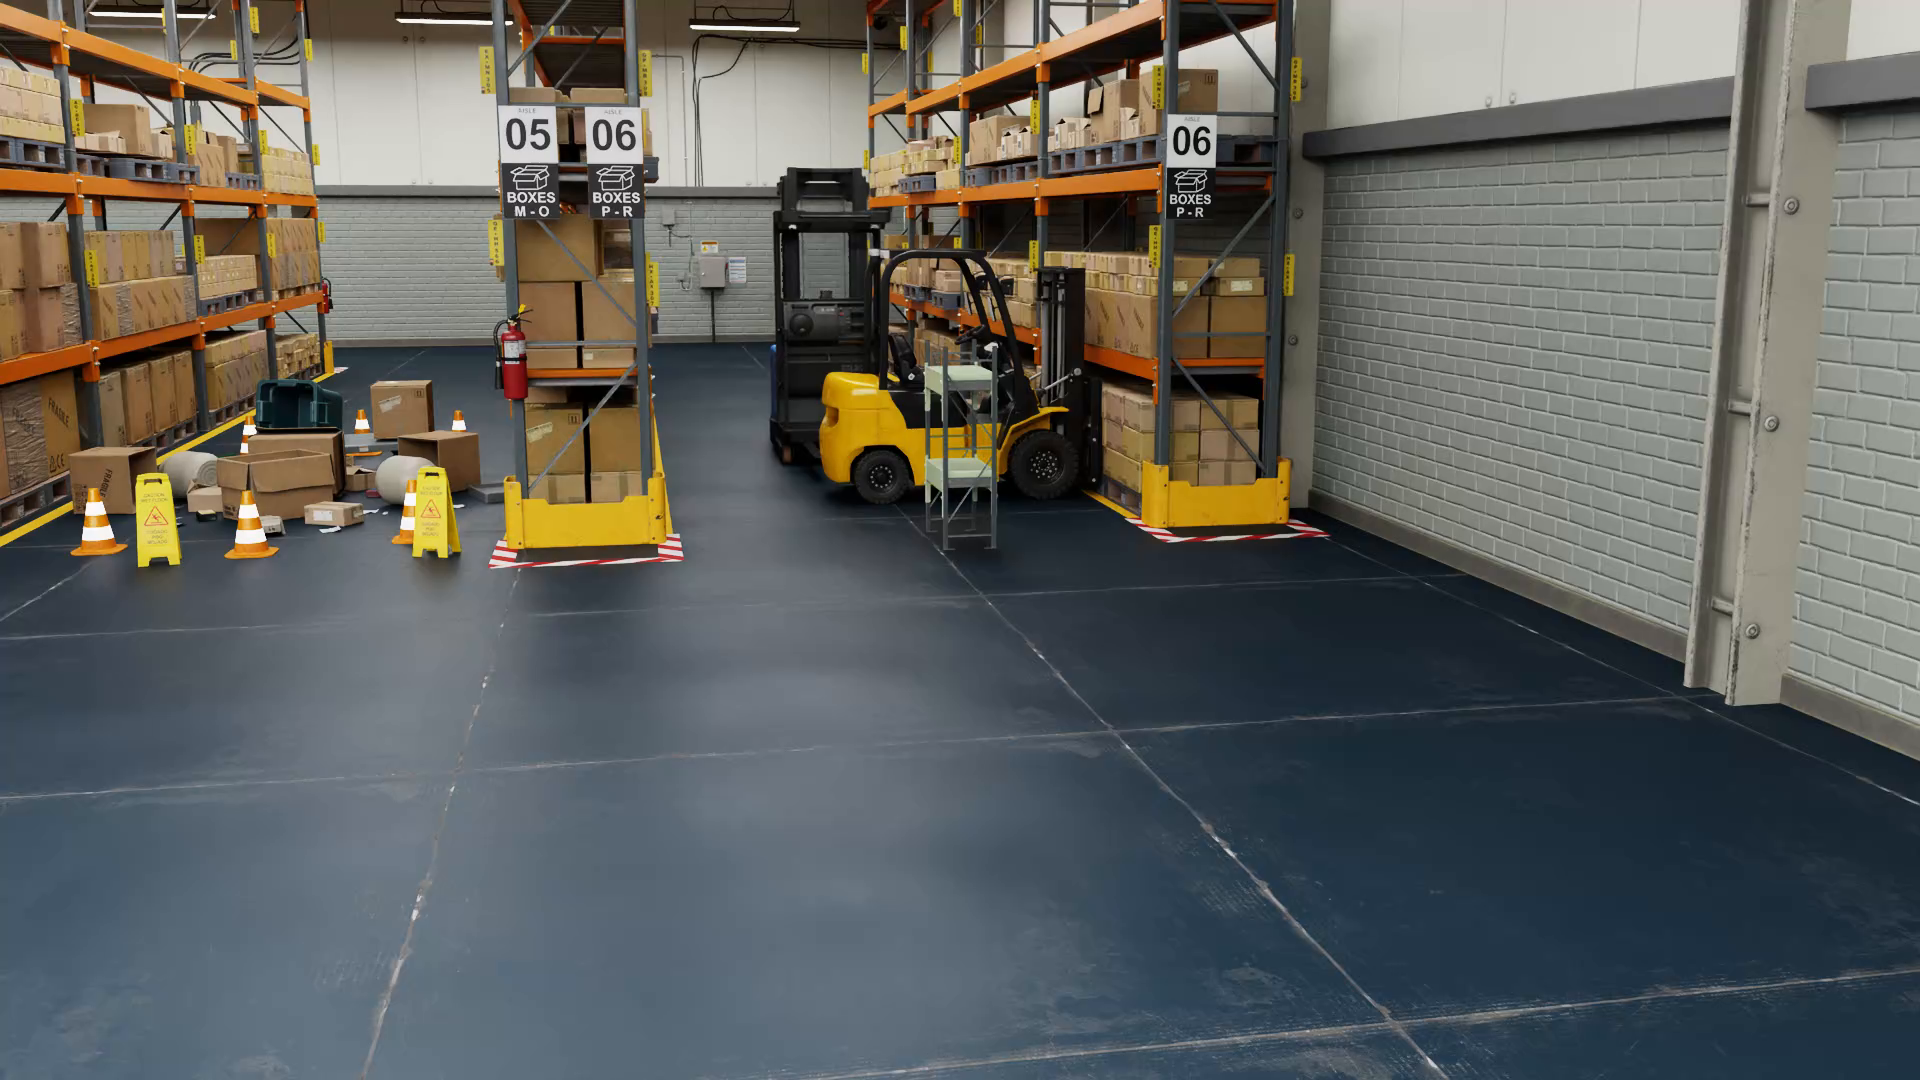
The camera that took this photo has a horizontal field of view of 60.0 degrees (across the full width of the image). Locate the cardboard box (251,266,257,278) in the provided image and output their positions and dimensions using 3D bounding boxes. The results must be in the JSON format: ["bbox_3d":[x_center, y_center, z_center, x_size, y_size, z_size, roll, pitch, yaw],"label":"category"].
[{"bbox_3d":[-9.706,-3.609,22.389,0.380,0.149,0.250,-2,11,-9],"label":"cardboard box"}]

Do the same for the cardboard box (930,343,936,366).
[{"bbox_3d":[-0.194,-2.518,23.465,0.500,0.500,0.500,-2,11,-13],"label":"cardboard box"}]

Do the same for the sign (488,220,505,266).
[{"bbox_3d":[-3.356,-2.151,12.033,0.100,0.325,0.005,-2,11,-11],"label":"sign"}]

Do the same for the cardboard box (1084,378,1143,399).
[{"bbox_3d":[1.361,-1.323,15.183,0.500,0.250,0.500,-2,11,-12],"label":"cardboard box"}]

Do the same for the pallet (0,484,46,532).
[{"bbox_3d":[-8.109,-0.242,13.404,1.003,0.211,1.213,-2,11,-11],"label":"pallet"}]

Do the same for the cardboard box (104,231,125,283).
[{"bbox_3d":[-8.723,-2.797,16.426,0.700,0.500,0.500,-2,11,-11],"label":"cardboard box"}]

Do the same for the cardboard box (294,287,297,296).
[{"bbox_3d":[-10.250,-3.767,25.138,0.380,0.149,0.250,-3,11,-13],"label":"cardboard box"}]

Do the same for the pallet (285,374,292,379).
[{"bbox_3d":[-10.142,-2.198,23.679,1.003,0.211,1.213,-2,11,-11],"label":"pallet"}]

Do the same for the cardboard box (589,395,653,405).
[{"bbox_3d":[-2.804,-0.925,13.761,0.500,0.500,0.500,-3,11,-13],"label":"cardboard box"}]

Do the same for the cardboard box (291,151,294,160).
[{"bbox_3d":[-10.252,-5.781,25.025,0.380,0.149,0.250,-2,11,-12],"label":"cardboard box"}]

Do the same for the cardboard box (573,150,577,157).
[{"bbox_3d":[-3.574,-3.446,14.361,0.500,0.250,0.500,-2,11,-10],"label":"cardboard box"}]

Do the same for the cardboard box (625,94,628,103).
[{"bbox_3d":[-2.729,-3.352,12.800,0.380,0.149,0.250,-2,11,-11],"label":"cardboard box"}]

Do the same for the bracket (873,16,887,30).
[{"bbox_3d":[-1.581,-10.300,33.116,0.235,0.232,0.430,-2,11,-11],"label":"bracket"}]

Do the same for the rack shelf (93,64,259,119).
[{"bbox_3d":[-9.588,-5.476,20.394,1.077,0.370,4.000,-2,11,-11],"label":"rack shelf"}]

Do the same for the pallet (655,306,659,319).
[{"bbox_3d":[-4.120,-2.690,19.318,1.213,0.211,1.003,-2,11,-11],"label":"pallet"}]

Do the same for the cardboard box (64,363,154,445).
[{"bbox_3d":[-8.814,-1.367,16.751,1.050,0.750,0.750,-2,11,-11],"label":"cardboard box"}]

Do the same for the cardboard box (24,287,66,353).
[{"bbox_3d":[-8.209,-1.885,14.176,0.875,0.550,0.550,-2,11,-11],"label":"cardboard box"}]

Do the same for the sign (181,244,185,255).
[{"bbox_3d":[-10.508,-3.850,22.586,0.100,0.325,0.005,-2,11,-11],"label":"sign"}]

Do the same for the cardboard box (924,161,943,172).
[{"bbox_3d":[-0.281,-5.081,22.627,0.380,0.149,0.250,-2,11,-10],"label":"cardboard box"}]

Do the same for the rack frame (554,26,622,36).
[{"bbox_3d":[-5.141,-6.591,23.260,1.000,3.000,0.127,-2,11,-11],"label":"rack frame"}]

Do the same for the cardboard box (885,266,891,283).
[{"bbox_3d":[-0.907,-4.260,26.663,0.500,0.250,0.500,-2,11,-13],"label":"cardboard box"}]

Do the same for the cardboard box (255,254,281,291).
[{"bbox_3d":[-9.826,-3.741,23.266,0.500,0.500,0.500,-2,11,-12],"label":"cardboard box"}]

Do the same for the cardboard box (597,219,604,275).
[{"bbox_3d":[-3.373,-2.495,14.046,0.700,0.500,0.500,-2,11,-11],"label":"cardboard box"}]

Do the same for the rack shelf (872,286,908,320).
[{"bbox_3d":[-0.662,-3.839,26.767,1.077,0.370,4.000,-2,11,-11],"label":"rack shelf"}]

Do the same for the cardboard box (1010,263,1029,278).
[{"bbox_3d":[0.753,-2.917,18.000,0.380,0.149,0.250,-2,11,-13],"label":"cardboard box"}]

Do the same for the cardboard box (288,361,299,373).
[{"bbox_3d":[-10.025,-2.567,24.660,0.380,0.149,0.250,-2,11,-13],"label":"cardboard box"}]

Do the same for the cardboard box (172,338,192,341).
[{"bbox_3d":[-9.782,-2.361,20.634,0.500,0.250,0.500,-2,11,-10],"label":"cardboard box"}]

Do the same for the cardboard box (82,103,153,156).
[{"bbox_3d":[-8.586,-4.182,16.963,0.500,0.500,0.500,-2,11,-11],"label":"cardboard box"}]

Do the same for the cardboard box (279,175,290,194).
[{"bbox_3d":[-9.997,-5.128,23.994,0.500,0.250,0.500,-2,11,-9],"label":"cardboard box"}]

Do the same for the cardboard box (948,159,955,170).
[{"bbox_3d":[0.051,-4.885,21.653,0.380,0.149,0.250,-2,11,-11],"label":"cardboard box"}]

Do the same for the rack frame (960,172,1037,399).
[{"bbox_3d":[0.505,-3.092,20.919,1.000,3.000,0.127,-2,11,-11],"label":"rack frame"}]

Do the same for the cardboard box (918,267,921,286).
[{"bbox_3d":[-0.379,-3.697,23.334,0.396,0.266,0.258,-2,11,-8],"label":"cardboard box"}]

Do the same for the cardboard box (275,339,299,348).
[{"bbox_3d":[-10.199,-2.949,25.079,0.380,0.149,0.250,-3,11,-13],"label":"cardboard box"}]

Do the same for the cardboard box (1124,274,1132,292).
[{"bbox_3d":[1.612,-2.187,14.164,0.380,0.149,0.250,-2,11,-11],"label":"cardboard box"}]

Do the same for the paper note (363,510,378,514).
[{"bbox_3d":[-4.962,-0.241,13.914,0.148,0.019,0.142,2,11,9],"label":"paper note"}]

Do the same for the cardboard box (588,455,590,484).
[{"bbox_3d":[-3.429,-0.629,14.207,0.500,0.250,0.500,-3,11,-13],"label":"cardboard box"}]

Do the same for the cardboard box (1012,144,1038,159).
[{"bbox_3d":[0.771,-4.154,17.760,0.380,0.149,0.250,-2,11,-11],"label":"cardboard box"}]

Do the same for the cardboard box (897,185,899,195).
[{"bbox_3d":[-0.764,-5.371,25.541,0.380,0.149,0.250,-2,11,-11],"label":"cardboard box"}]

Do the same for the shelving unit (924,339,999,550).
[{"bbox_3d":[0.001,-0.736,12.550,0.431,1.500,0.755,-2,11,-11],"label":"shelving unit"}]

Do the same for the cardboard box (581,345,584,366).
[{"bbox_3d":[-2.734,-1.436,12.889,0.380,0.149,0.250,-2,11,-10],"label":"cardboard box"}]

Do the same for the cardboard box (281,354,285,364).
[{"bbox_3d":[-10.003,-2.612,24.103,0.380,0.149,0.250,-3,11,-14],"label":"cardboard box"}]

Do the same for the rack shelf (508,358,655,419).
[{"bbox_3d":[-3.196,-1.457,14.252,1.077,0.370,4.000,-2,11,-11],"label":"rack shelf"}]

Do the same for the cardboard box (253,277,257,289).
[{"bbox_3d":[-9.706,-3.463,22.417,0.380,0.149,0.250,-2,11,-12],"label":"cardboard box"}]

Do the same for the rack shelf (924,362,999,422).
[{"bbox_3d":[0.001,-1.119,12.477,0.431,0.370,0.720,-2,11,-11],"label":"rack shelf"}]

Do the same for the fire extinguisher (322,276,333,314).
[{"bbox_3d":[-10.351,-4.021,27.005,0.296,0.674,0.183,-2,11,-11],"label":"fire extinguisher"}]

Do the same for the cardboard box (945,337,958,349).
[{"bbox_3d":[0.013,-2.665,22.502,0.380,0.149,0.250,-2,11,-12],"label":"cardboard box"}]

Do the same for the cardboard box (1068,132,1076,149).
[{"bbox_3d":[1.222,-3.729,15.528,0.380,0.149,0.250,-2,11,-9],"label":"cardboard box"}]

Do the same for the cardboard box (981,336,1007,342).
[{"bbox_3d":[0.497,-2.688,22.622,0.380,0.149,0.250,-2,11,-12],"label":"cardboard box"}]

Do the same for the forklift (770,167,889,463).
[{"bbox_3d":[-1.307,-2.282,16.847,1.130,2.935,3.031,-2,11,-11],"label":"forklift"}]

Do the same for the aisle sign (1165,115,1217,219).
[{"bbox_3d":[1.785,-2.879,12.847,0.394,0.787,0.004,-2,11,-11],"label":"aisle sign"}]

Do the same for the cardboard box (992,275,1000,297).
[{"bbox_3d":[0.656,-2.892,18.934,0.500,0.250,0.500,-2,11,-10],"label":"cardboard box"}]

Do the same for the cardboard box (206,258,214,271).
[{"bbox_3d":[-9.248,-3.322,20.085,0.380,0.149,0.250,-3,11,-13],"label":"cardboard box"}]

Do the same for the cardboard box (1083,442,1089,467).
[{"bbox_3d":[1.361,-0.833,15.281,0.500,0.250,0.500,-2,11,-9],"label":"cardboard box"}]

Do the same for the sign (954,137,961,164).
[{"bbox_3d":[-0.028,-4.800,20.488,0.100,0.325,0.005,-2,11,-11],"label":"sign"}]

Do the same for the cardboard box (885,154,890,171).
[{"bbox_3d":[-0.911,-5.981,26.346,0.500,0.250,0.500,-2,11,-9],"label":"cardboard box"}]
